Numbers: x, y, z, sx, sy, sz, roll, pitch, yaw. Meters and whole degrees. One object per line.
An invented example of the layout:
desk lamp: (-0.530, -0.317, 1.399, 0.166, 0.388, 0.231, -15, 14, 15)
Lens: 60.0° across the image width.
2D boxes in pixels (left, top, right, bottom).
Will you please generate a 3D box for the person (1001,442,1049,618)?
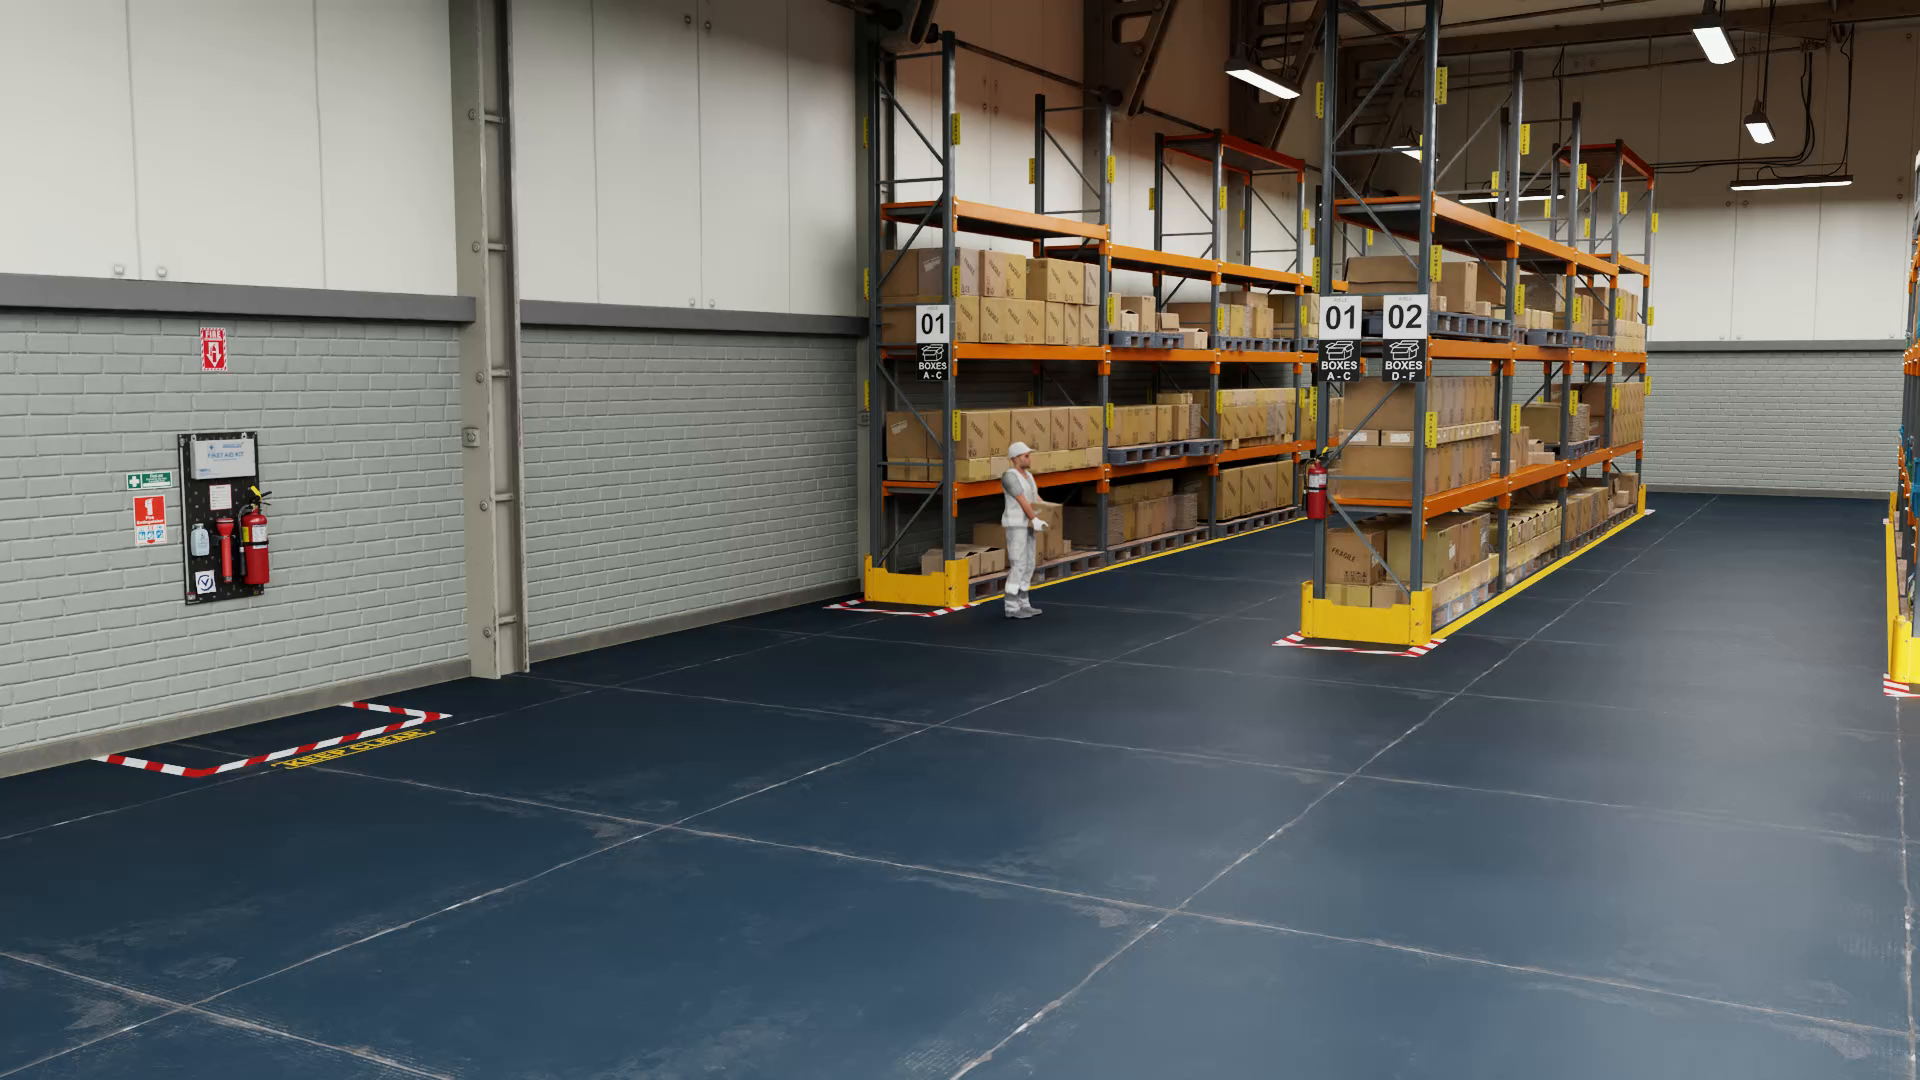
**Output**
person: (0.717, -0.105, 16.983, 0.549, 1.786, 0.495, 3, 7, 26)
